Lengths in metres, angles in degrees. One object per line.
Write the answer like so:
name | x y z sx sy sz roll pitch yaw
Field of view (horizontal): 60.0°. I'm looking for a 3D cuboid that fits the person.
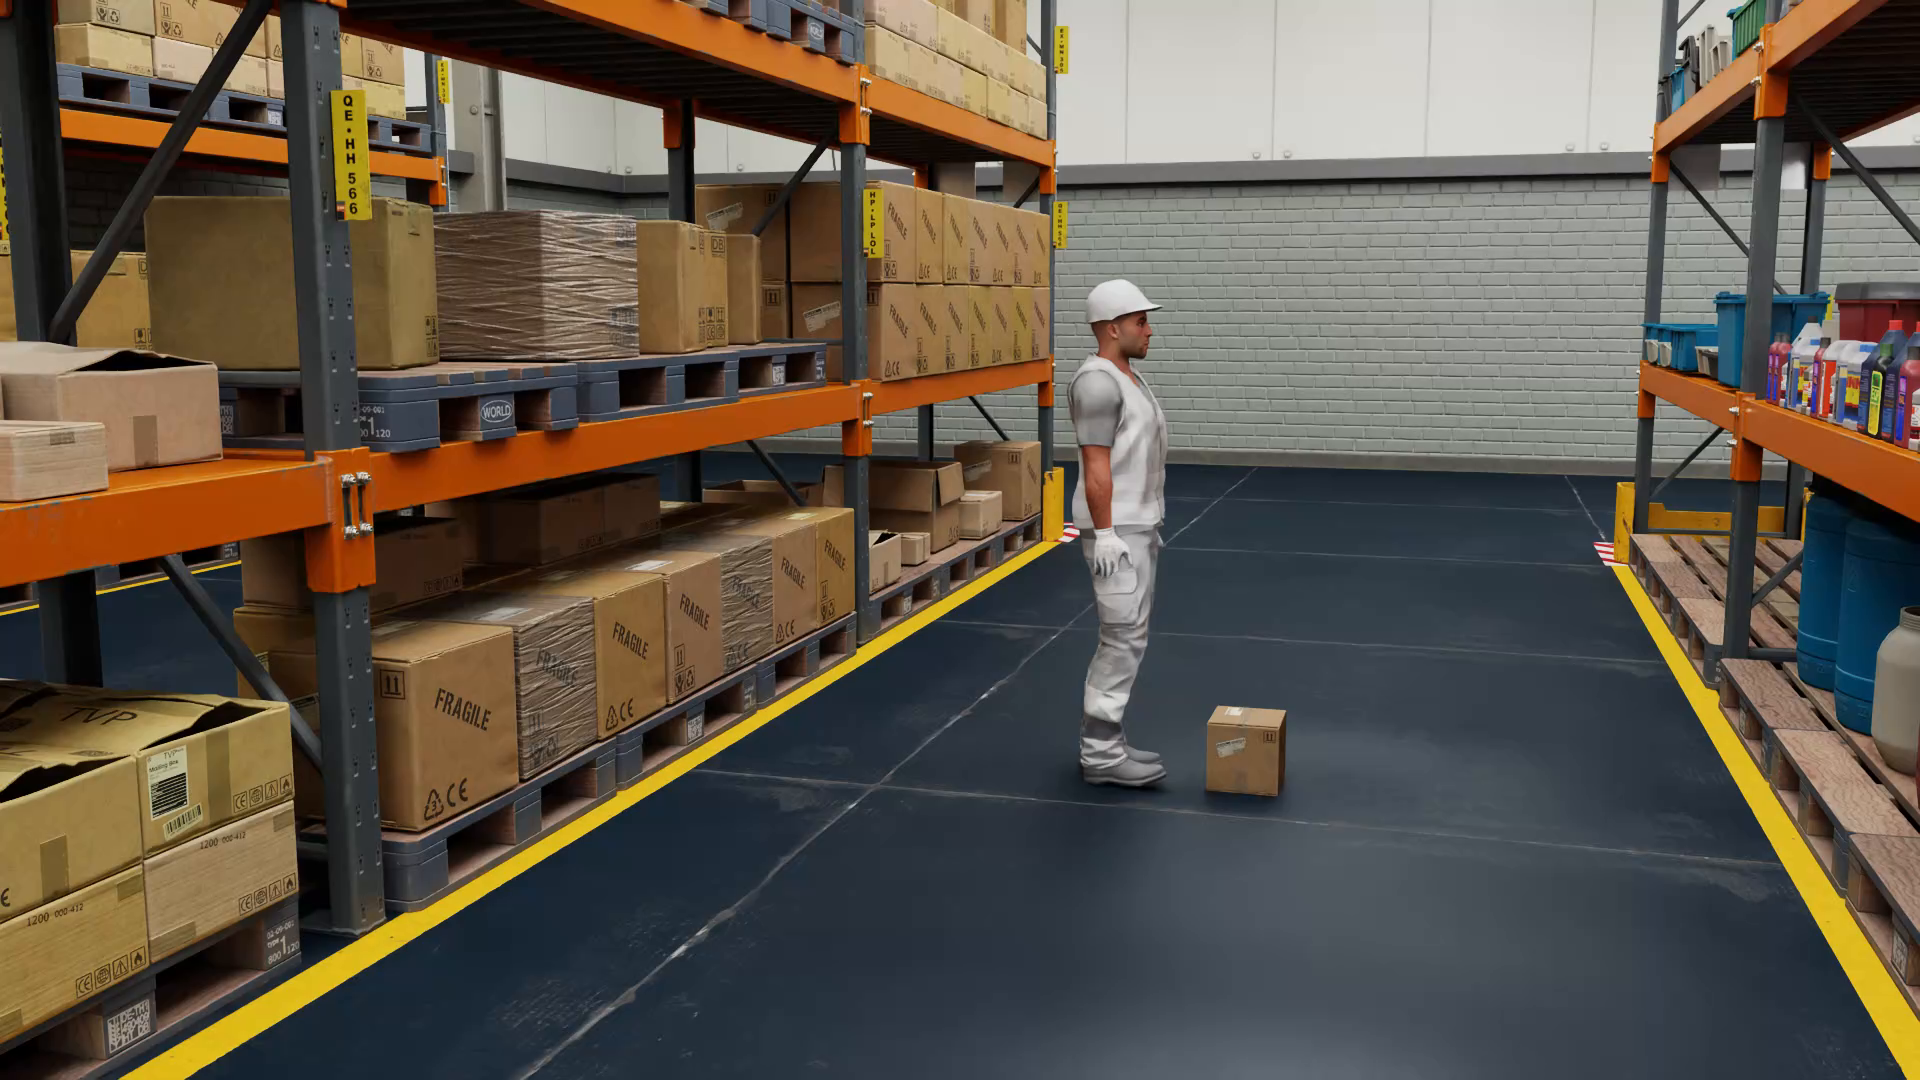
person | 0.591 -0.027 5.952 0.378 1.790 0.522 3 9 17
